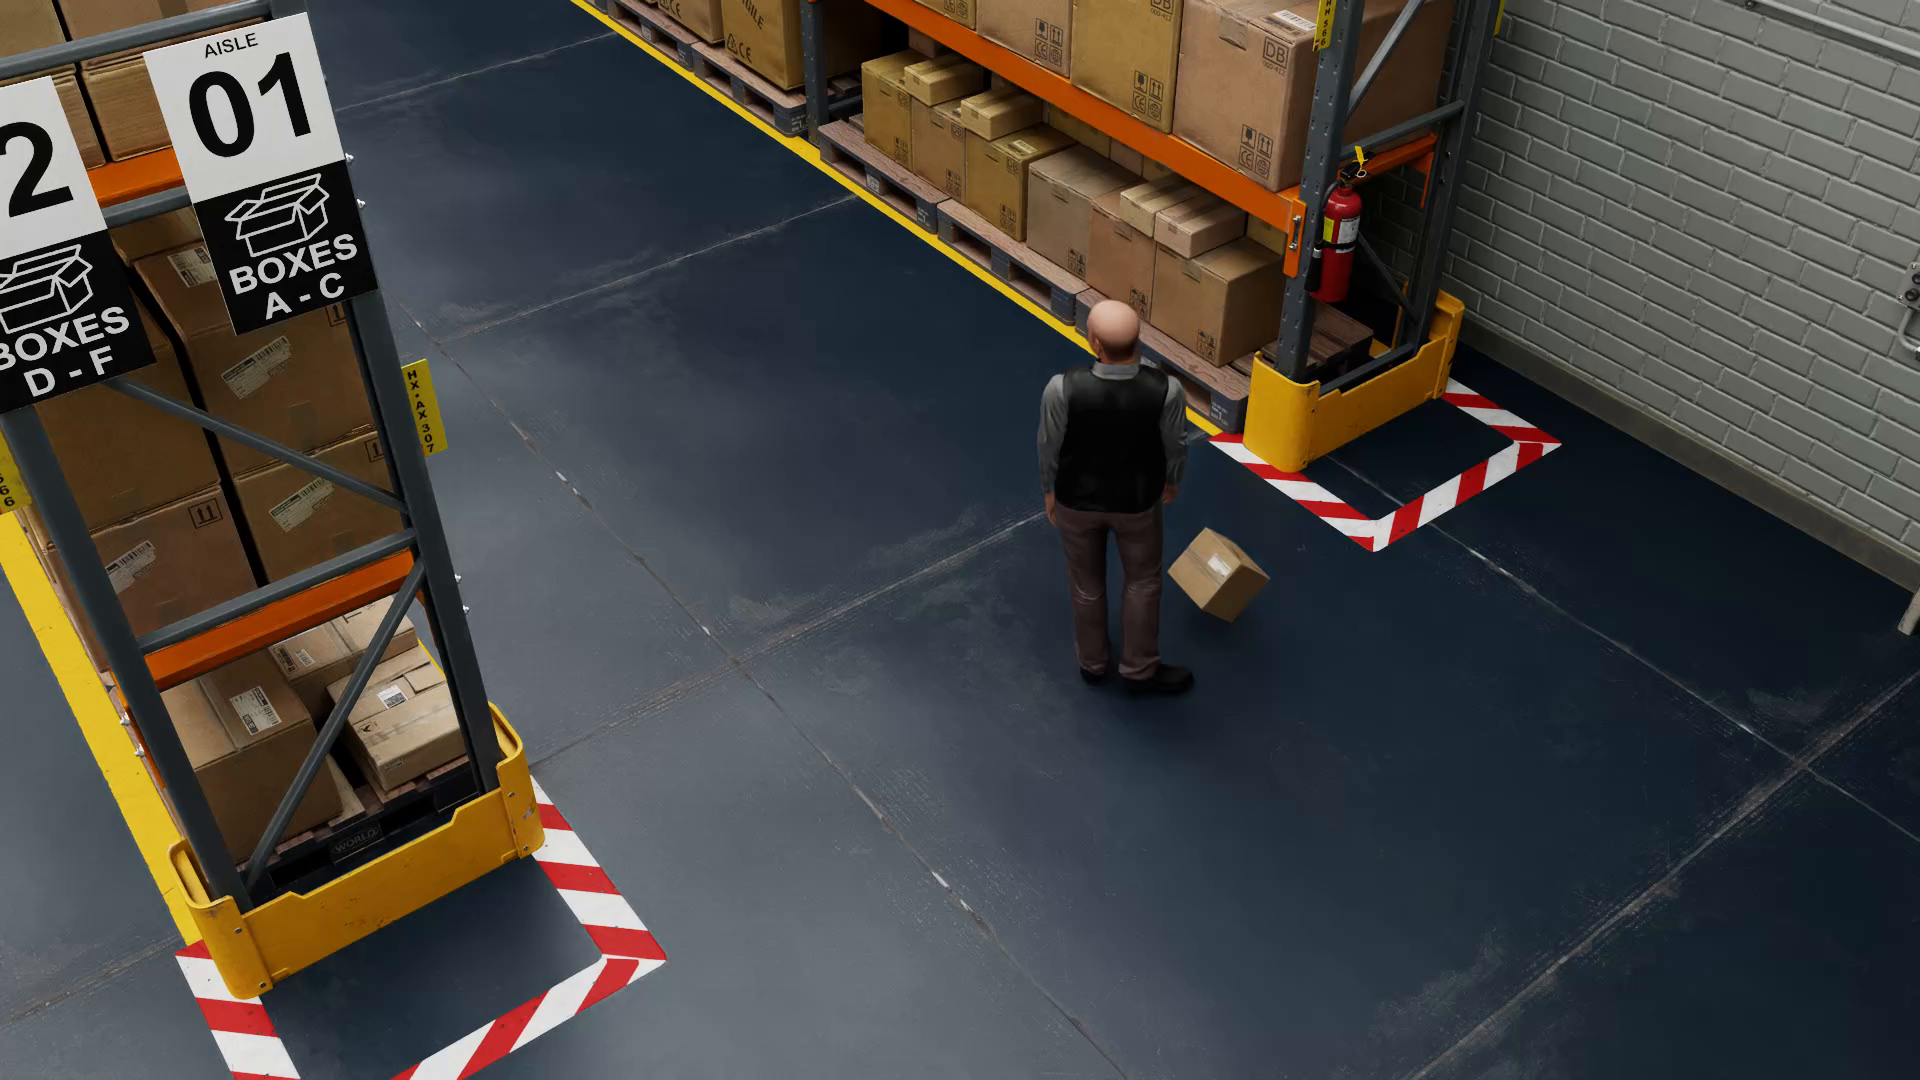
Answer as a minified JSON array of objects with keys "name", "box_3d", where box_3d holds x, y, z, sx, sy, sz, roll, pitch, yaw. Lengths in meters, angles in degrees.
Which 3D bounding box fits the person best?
[{"name":"person","box_3d":[0.624,-0.155,6.340,0.678,1.723,0.418,4,40,5]}]
